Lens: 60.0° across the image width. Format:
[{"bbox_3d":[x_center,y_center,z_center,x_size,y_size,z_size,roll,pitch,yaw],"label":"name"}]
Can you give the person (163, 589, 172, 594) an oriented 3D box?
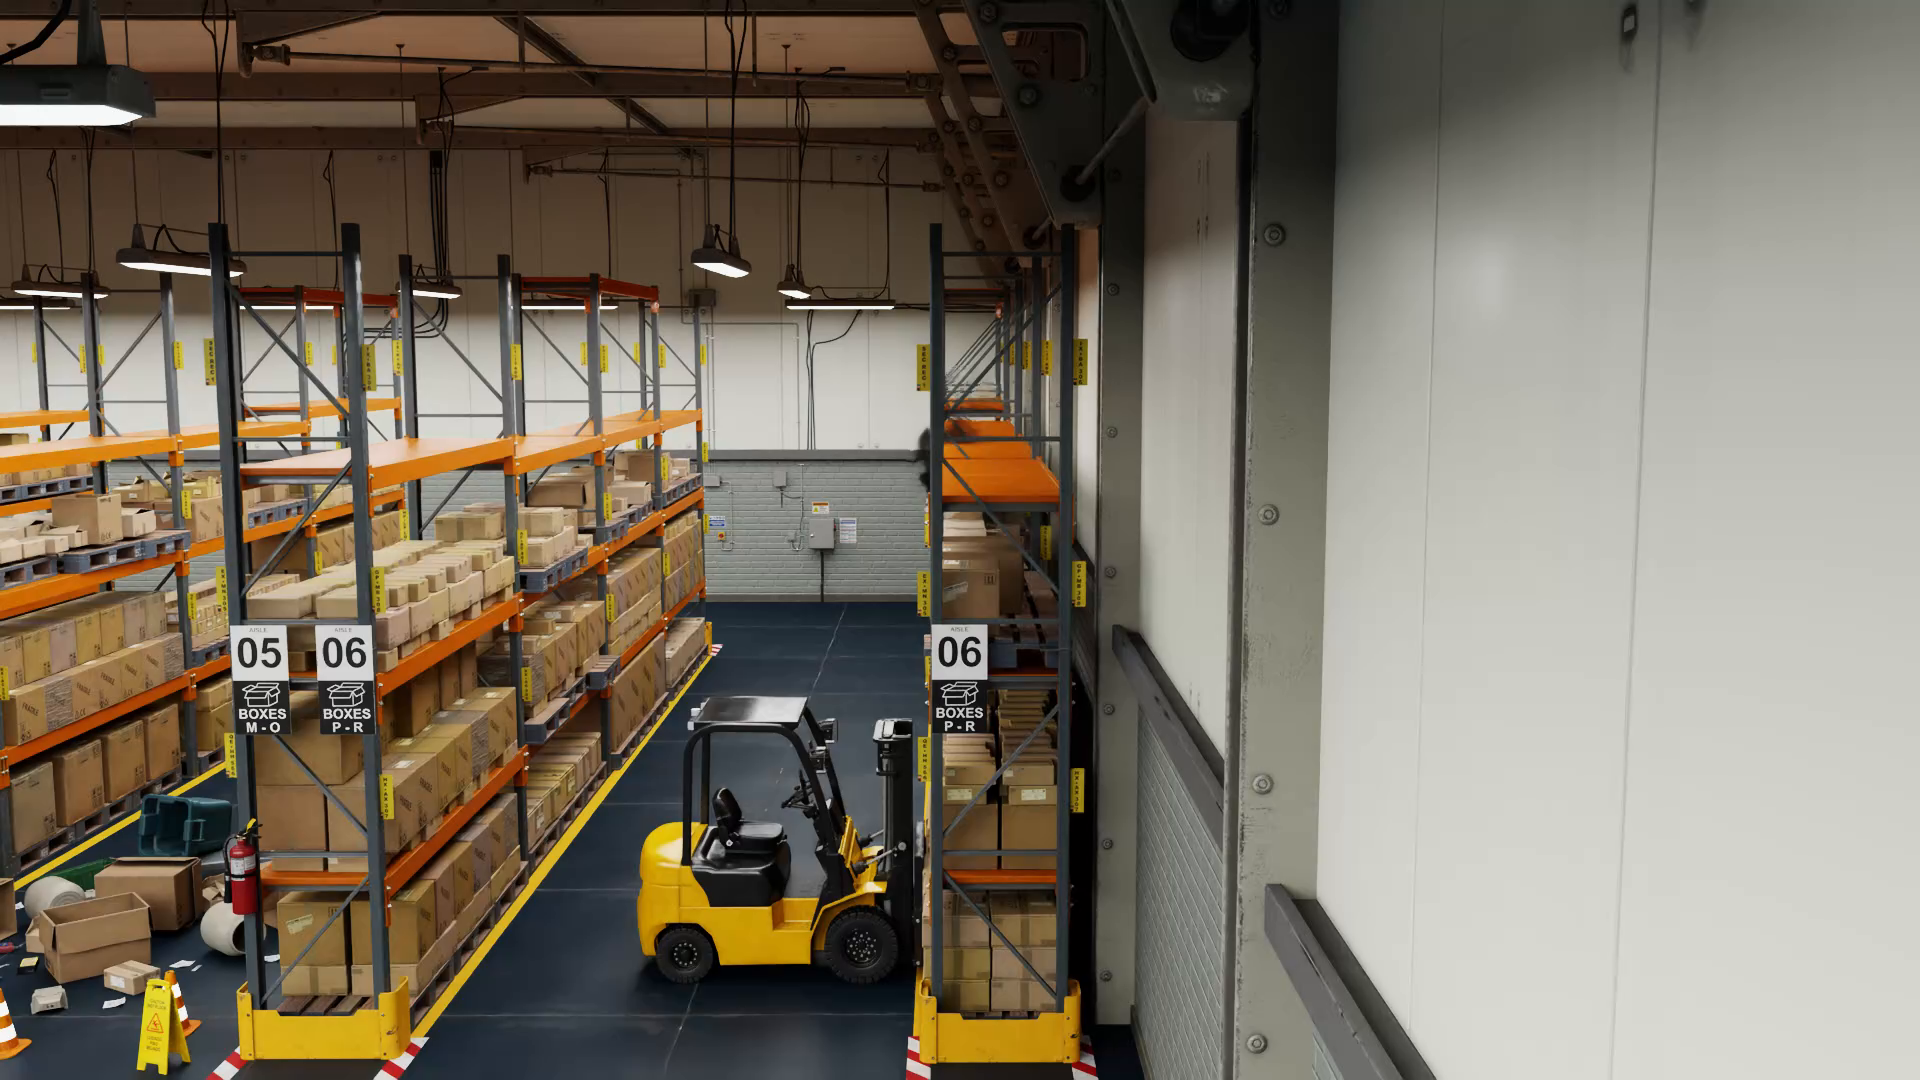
[{"bbox_3d":[-11.448,1.556,24.146,0.546,1.709,0.725,0,7,3],"label":"person"}]
